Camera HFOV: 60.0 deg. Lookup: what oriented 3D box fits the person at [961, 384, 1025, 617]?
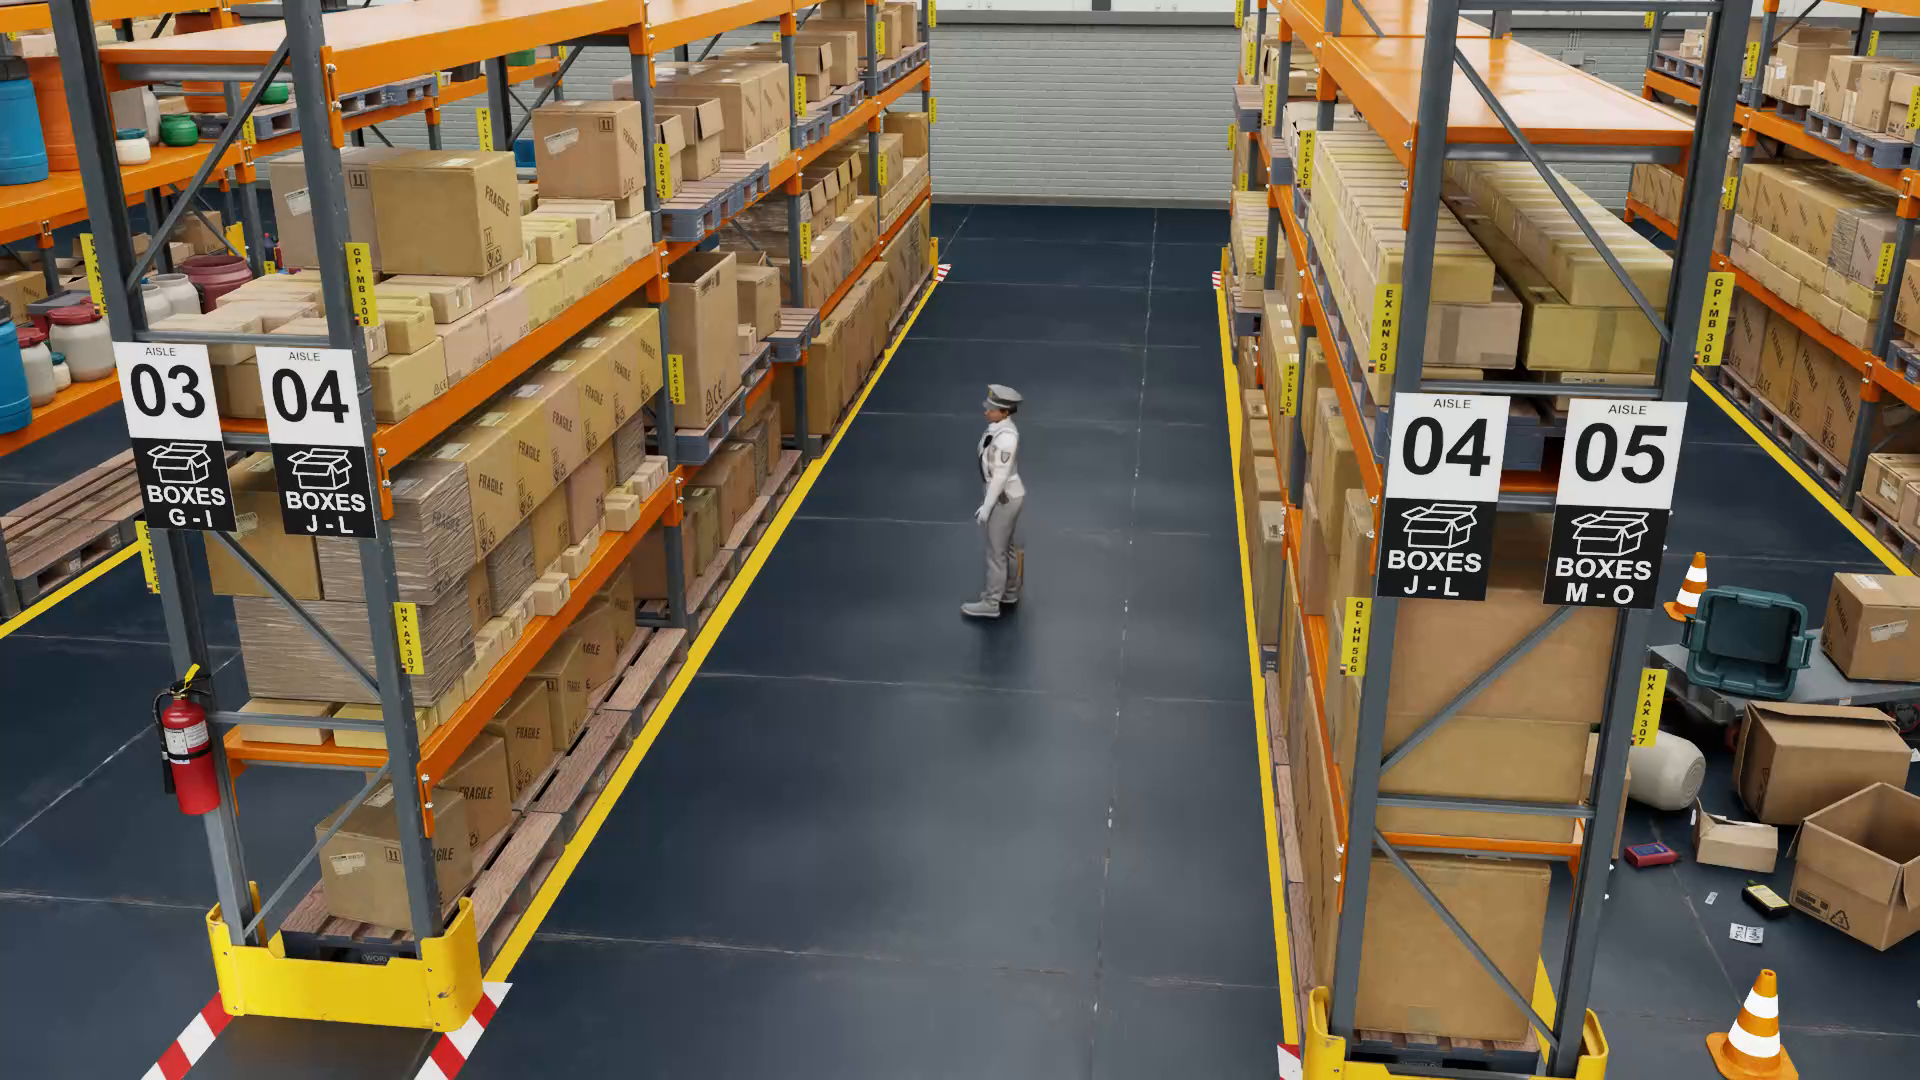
[{"bbox_3d":[0.227,-0.278,11.709,0.451,1.689,0.516,-1,21,-2],"label":"person"}]
